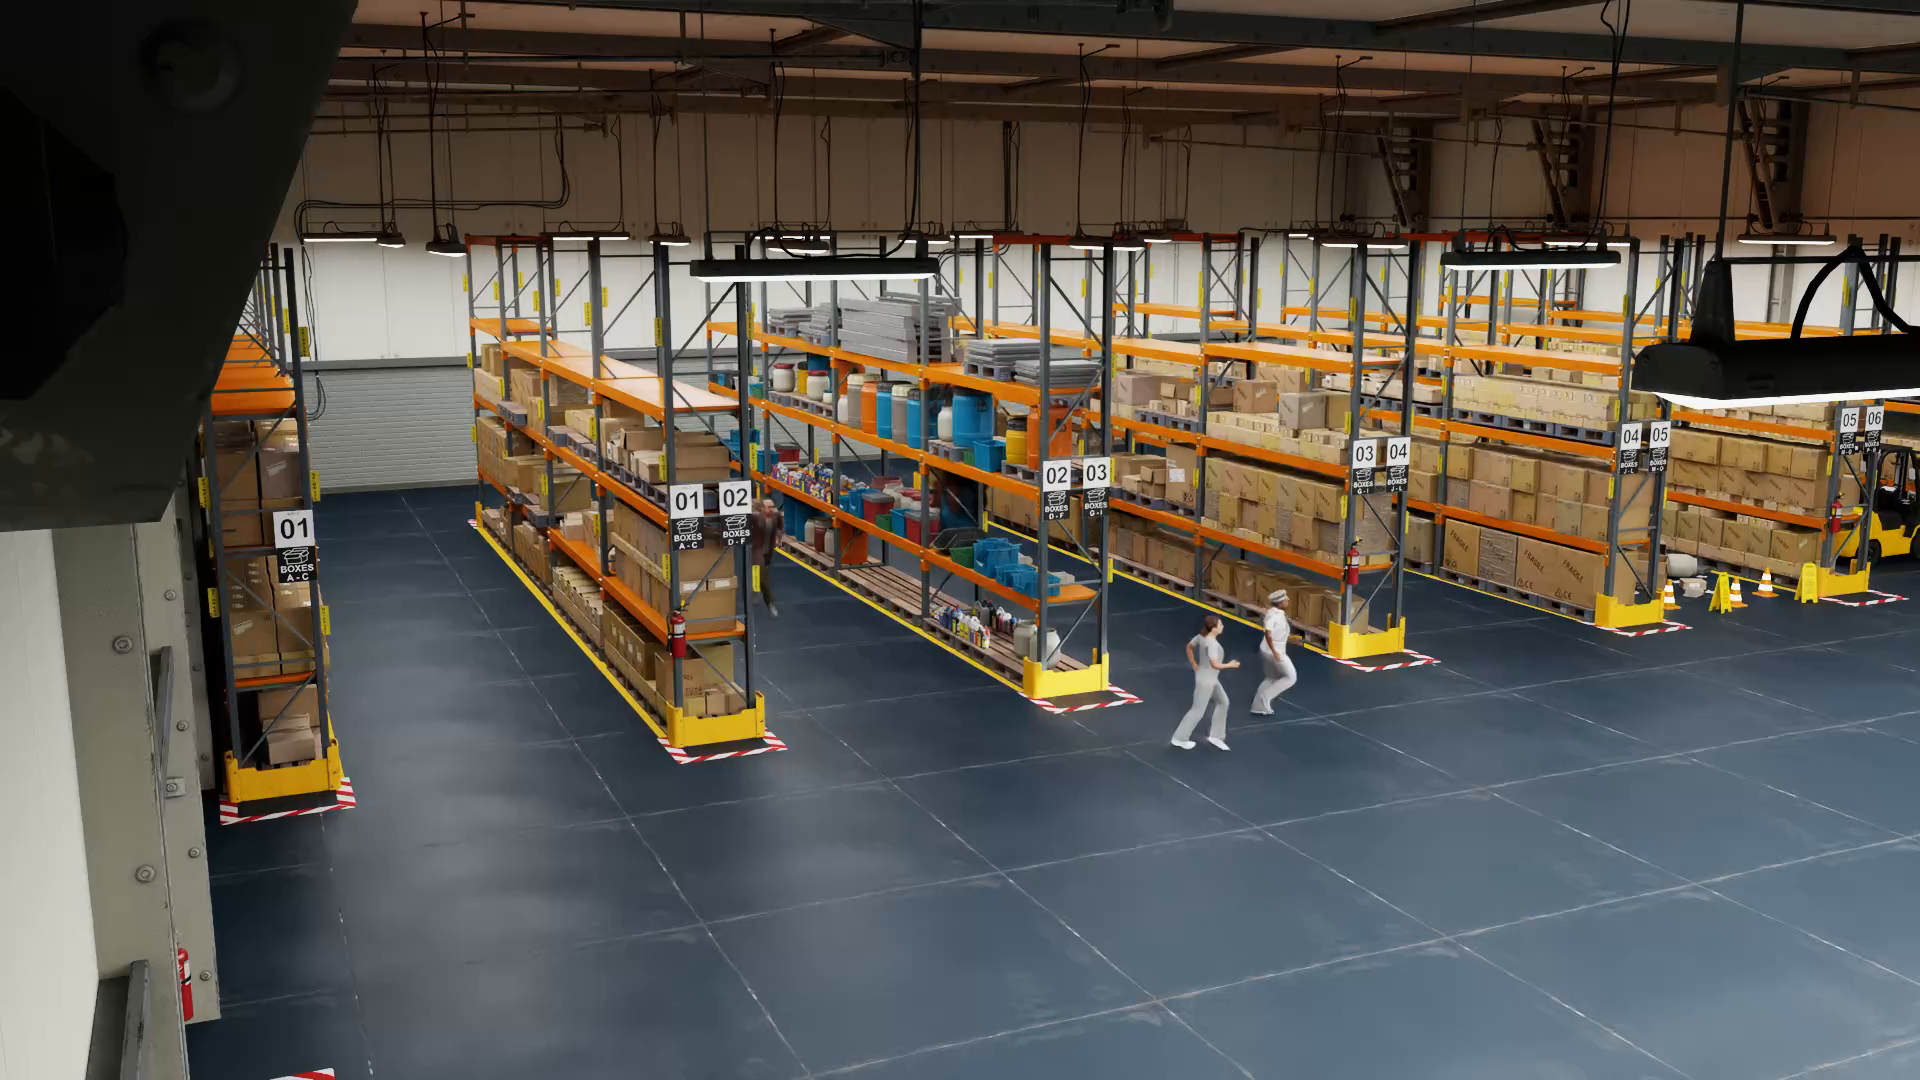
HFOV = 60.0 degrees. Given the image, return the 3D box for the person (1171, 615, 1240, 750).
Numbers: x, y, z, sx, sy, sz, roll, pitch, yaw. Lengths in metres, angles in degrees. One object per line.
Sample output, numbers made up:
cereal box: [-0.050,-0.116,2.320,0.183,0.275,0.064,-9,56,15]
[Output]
person: [2.934,1.728,19.866,0.809,1.710,0.507,0,11,2]

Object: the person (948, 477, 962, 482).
person: [-0.041,-0.364,30.665,0.592,1.646,0.633,-8,13,-34]

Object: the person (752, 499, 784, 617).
person: [-3.140,0.229,26.074,0.729,1.842,0.971,-8,13,-34]

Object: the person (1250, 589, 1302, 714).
person: [4.088,1.438,21.351,0.659,1.642,0.557,-1,11,-4]
